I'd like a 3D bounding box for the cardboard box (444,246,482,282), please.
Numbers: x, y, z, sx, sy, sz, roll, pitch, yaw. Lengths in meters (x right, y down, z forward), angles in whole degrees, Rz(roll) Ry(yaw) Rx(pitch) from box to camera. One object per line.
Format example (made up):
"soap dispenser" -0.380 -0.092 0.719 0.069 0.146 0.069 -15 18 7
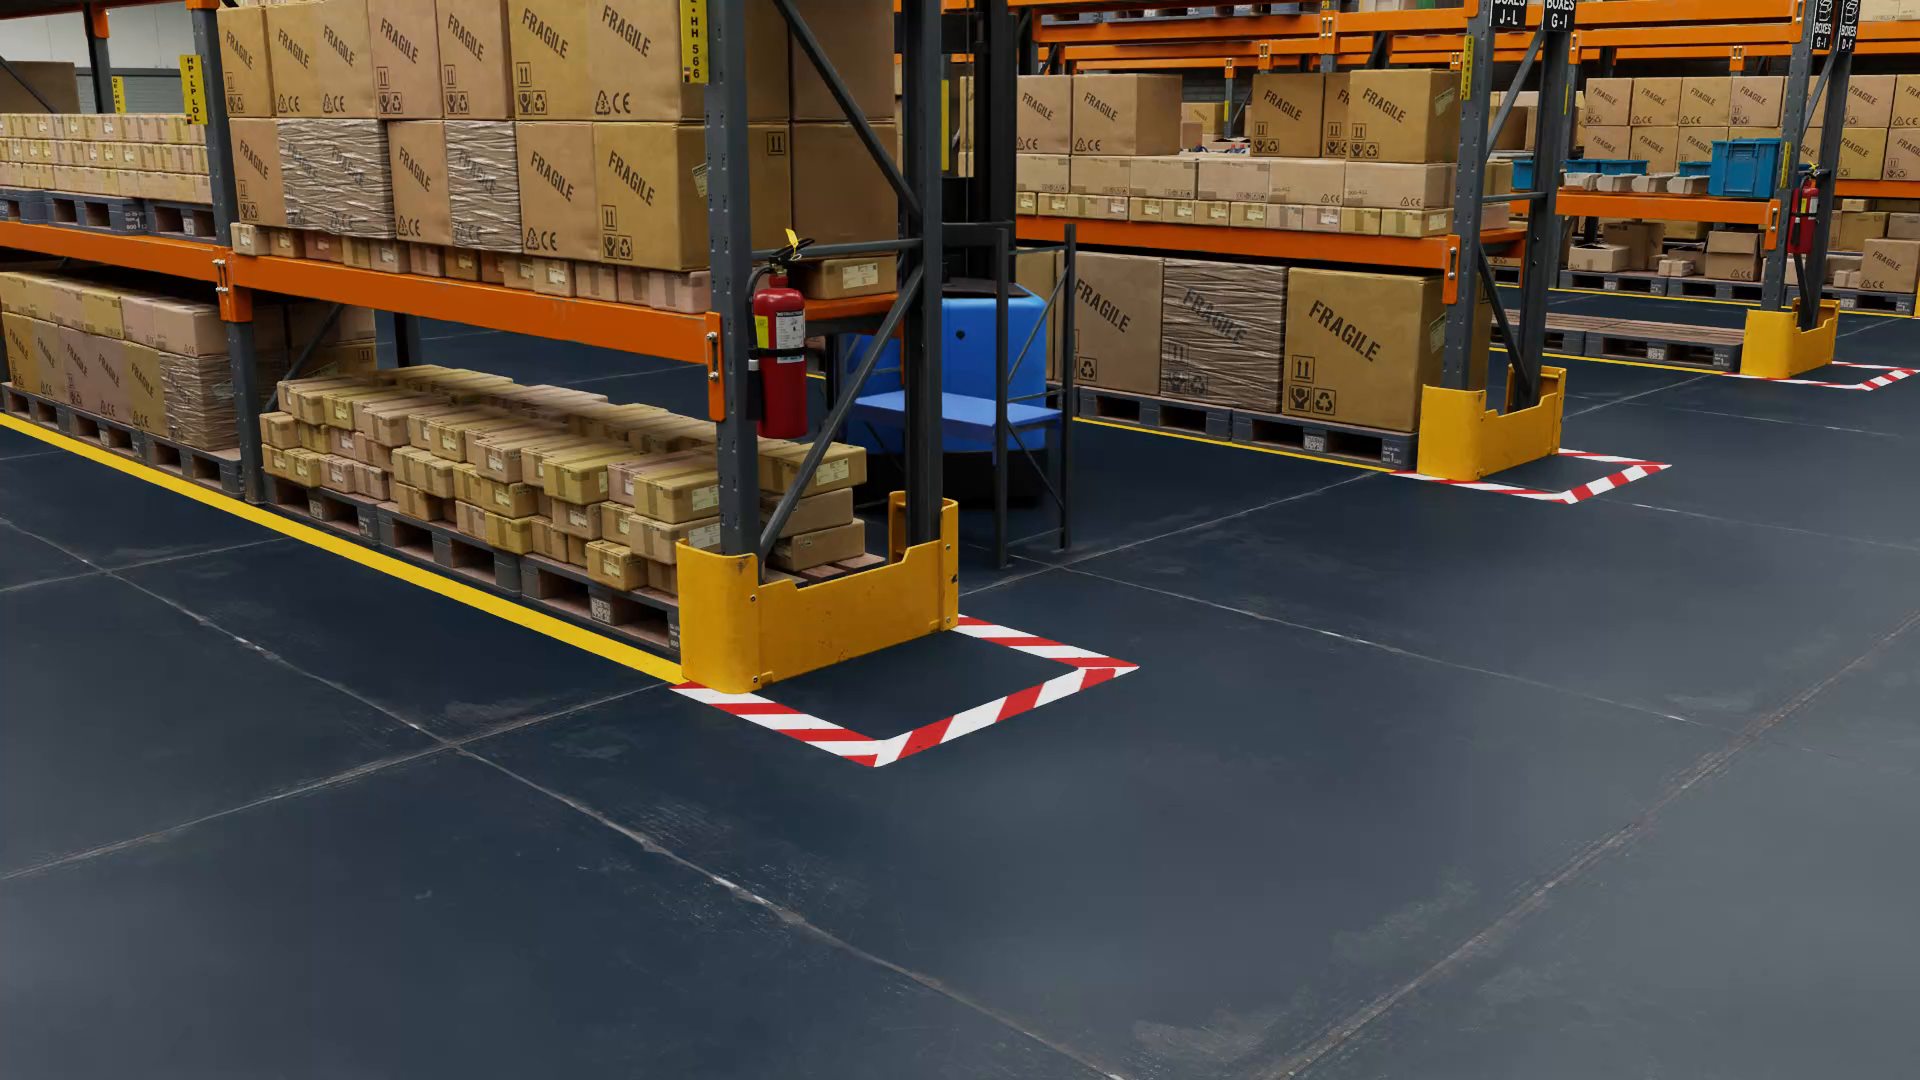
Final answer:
"cardboard box" -1.955 -1.193 7.060 0.250 0.149 0.380 14 20 43

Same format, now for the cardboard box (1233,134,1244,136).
"cardboard box" 4.546 -6.762 28.194 0.500 0.250 0.500 14 20 43

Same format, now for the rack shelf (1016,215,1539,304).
"rack shelf" 1.620 -1.909 10.734 4.000 0.370 1.077 14 20 42

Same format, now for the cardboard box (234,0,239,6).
"cardboard box" -8.034 -6.104 18.966 0.250 0.149 0.380 13 20 41

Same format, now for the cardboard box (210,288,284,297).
"cardboard box" -4.069 -1.351 9.804 0.500 0.250 0.500 -14 20 -43

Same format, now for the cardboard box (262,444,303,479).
"cardboard box" -3.296 -0.426 8.438 0.250 0.149 0.380 13 19 40

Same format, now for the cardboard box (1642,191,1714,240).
"cardboard box" 9.937 -4.557 22.903 0.750 0.750 0.750 14 20 43

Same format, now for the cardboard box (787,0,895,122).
"cardboard box" -0.594 -1.827 6.223 0.500 0.500 0.500 14 20 42

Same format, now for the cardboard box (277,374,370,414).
"cardboard box" -3.231 -0.738 8.456 0.380 0.149 0.250 -14 20 -42

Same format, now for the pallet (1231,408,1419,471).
"pallet" 2.430 -0.683 10.135 1.213 0.211 1.003 14 20 42

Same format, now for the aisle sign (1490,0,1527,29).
"aisle sign" 2.904 -3.098 8.715 0.004 0.787 0.394 14 20 42

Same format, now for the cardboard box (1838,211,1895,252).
"cardboard box" 11.689 -3.969 21.341 0.700 0.500 0.500 -14 20 -43

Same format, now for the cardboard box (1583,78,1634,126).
"cardboard box" 7.203 -4.803 18.234 0.500 0.500 0.500 -14 20 -43

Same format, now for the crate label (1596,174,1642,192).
"crate label" 5.369 -2.915 13.573 0.243 0.136 0.396 14 20 42

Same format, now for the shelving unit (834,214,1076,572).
"shelving unit" -0.040 -0.721 7.725 1.048 1.500 0.538 13 19 41

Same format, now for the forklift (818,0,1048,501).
"forklift" -0.262 -1.938 9.556 1.130 2.935 3.031 -2 15 -8

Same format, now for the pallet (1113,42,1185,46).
"pallet" 2.822 -6.762 22.360 1.003 0.211 1.213 -13 20 -42

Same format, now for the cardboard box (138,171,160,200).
"cardboard box" -4.304 -1.973 9.219 0.250 0.149 0.380 12 19 39

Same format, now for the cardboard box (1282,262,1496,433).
"cardboard box" 2.544 -1.179 9.889 0.875 0.875 0.875 14 20 42

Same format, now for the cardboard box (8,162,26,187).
"cardboard box" -5.840 -2.344 10.644 0.380 0.149 0.250 -13 20 -41

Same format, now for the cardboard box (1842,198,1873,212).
"cardboard box" 11.458 -4.278 21.238 0.250 0.149 0.380 13 19 41

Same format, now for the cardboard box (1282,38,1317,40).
"cardboard box" 4.517 -6.534 20.912 0.500 0.500 0.910 14 20 42

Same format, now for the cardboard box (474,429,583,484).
"cardboard box" -1.803 -0.353 6.978 0.380 0.149 0.250 -14 20 -42

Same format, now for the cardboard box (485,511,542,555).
"cardboard box" -1.779 -0.065 7.052 0.250 0.149 0.380 13 19 40

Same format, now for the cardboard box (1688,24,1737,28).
"cardboard box" 7.954 -5.477 17.352 0.500 0.250 0.500 14 20 42

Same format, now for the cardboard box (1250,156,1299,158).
"cardboard box" 2.164 -2.289 10.477 0.500 0.250 0.500 13 19 40

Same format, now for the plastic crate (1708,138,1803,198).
"plastic crate" 6.127 -2.876 12.833 0.499 0.435 0.616 14 20 42

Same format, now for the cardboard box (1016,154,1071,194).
"cardboard box" 0.691 -2.460 11.133 0.500 0.250 0.500 14 20 42

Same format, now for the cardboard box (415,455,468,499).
"cardboard box" -2.180 -0.302 7.375 0.250 0.149 0.380 14 20 43

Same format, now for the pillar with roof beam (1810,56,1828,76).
"pillar with roof beam" 8.611 -7.460 18.716 0.400 9.000 9.100 14 20 42

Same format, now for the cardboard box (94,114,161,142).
"cardboard box" -4.697 -2.357 9.513 0.250 0.149 0.380 13 19 40

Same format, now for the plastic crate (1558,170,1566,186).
"plastic crate" 5.081 -3.157 14.503 0.466 0.136 0.293 14 20 42

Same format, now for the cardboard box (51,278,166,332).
"cardboard box" -5.174 -1.438 10.140 0.500 0.250 0.500 14 20 43

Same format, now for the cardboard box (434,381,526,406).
"cardboard box" -2.370 -0.681 8.239 0.380 0.149 0.250 -14 20 -42

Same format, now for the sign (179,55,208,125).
"sign" -3.718 -2.183 8.065 0.005 0.325 0.100 14 20 42

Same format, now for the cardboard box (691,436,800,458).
"cardboard box" -0.879 -0.315 6.835 0.380 0.149 0.250 -14 20 -43

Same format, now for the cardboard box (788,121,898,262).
"cardboard box" -0.587 -1.345 6.357 0.500 0.500 0.500 -13 20 -42

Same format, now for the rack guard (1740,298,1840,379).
"rack guard" 6.524 -1.594 13.059 0.348 0.500 1.175 14 20 42

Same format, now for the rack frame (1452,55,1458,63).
"rack frame" 7.615 -6.004 25.025 0.127 3.000 1.000 14 20 42

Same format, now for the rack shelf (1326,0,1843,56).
"rack shelf" 5.058 -4.259 13.807 4.000 0.370 1.077 14 20 42

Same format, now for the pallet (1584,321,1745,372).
"pallet" 5.931 -1.608 13.683 1.213 0.211 1.003 14 20 42

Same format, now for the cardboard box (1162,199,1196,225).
"cardboard box" 1.475 -2.055 10.369 0.380 0.149 0.250 -14 20 -43

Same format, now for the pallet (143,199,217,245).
"pallet" -3.784 -1.791 9.239 1.213 0.211 1.003 14 20 42

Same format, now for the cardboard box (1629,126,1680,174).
"cardboard box" 7.608 -4.225 17.999 0.500 0.500 0.500 14 20 43

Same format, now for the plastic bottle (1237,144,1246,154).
"plastic bottle" 2.696 -3.642 16.058 0.185 0.351 0.144 14 20 42

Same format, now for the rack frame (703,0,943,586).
"rack frame" -0.456 -1.024 5.913 0.127 3.000 1.000 14 20 42

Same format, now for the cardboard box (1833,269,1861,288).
"cardboard box" 9.147 -2.684 17.029 0.250 0.166 0.380 14 20 42

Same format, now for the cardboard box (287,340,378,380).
"cardboard box" -3.683 -0.895 9.543 0.500 0.500 0.500 -14 20 -42

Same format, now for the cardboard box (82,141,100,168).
"cardboard box" -4.881 -2.257 9.721 0.380 0.149 0.250 -14 20 -42
